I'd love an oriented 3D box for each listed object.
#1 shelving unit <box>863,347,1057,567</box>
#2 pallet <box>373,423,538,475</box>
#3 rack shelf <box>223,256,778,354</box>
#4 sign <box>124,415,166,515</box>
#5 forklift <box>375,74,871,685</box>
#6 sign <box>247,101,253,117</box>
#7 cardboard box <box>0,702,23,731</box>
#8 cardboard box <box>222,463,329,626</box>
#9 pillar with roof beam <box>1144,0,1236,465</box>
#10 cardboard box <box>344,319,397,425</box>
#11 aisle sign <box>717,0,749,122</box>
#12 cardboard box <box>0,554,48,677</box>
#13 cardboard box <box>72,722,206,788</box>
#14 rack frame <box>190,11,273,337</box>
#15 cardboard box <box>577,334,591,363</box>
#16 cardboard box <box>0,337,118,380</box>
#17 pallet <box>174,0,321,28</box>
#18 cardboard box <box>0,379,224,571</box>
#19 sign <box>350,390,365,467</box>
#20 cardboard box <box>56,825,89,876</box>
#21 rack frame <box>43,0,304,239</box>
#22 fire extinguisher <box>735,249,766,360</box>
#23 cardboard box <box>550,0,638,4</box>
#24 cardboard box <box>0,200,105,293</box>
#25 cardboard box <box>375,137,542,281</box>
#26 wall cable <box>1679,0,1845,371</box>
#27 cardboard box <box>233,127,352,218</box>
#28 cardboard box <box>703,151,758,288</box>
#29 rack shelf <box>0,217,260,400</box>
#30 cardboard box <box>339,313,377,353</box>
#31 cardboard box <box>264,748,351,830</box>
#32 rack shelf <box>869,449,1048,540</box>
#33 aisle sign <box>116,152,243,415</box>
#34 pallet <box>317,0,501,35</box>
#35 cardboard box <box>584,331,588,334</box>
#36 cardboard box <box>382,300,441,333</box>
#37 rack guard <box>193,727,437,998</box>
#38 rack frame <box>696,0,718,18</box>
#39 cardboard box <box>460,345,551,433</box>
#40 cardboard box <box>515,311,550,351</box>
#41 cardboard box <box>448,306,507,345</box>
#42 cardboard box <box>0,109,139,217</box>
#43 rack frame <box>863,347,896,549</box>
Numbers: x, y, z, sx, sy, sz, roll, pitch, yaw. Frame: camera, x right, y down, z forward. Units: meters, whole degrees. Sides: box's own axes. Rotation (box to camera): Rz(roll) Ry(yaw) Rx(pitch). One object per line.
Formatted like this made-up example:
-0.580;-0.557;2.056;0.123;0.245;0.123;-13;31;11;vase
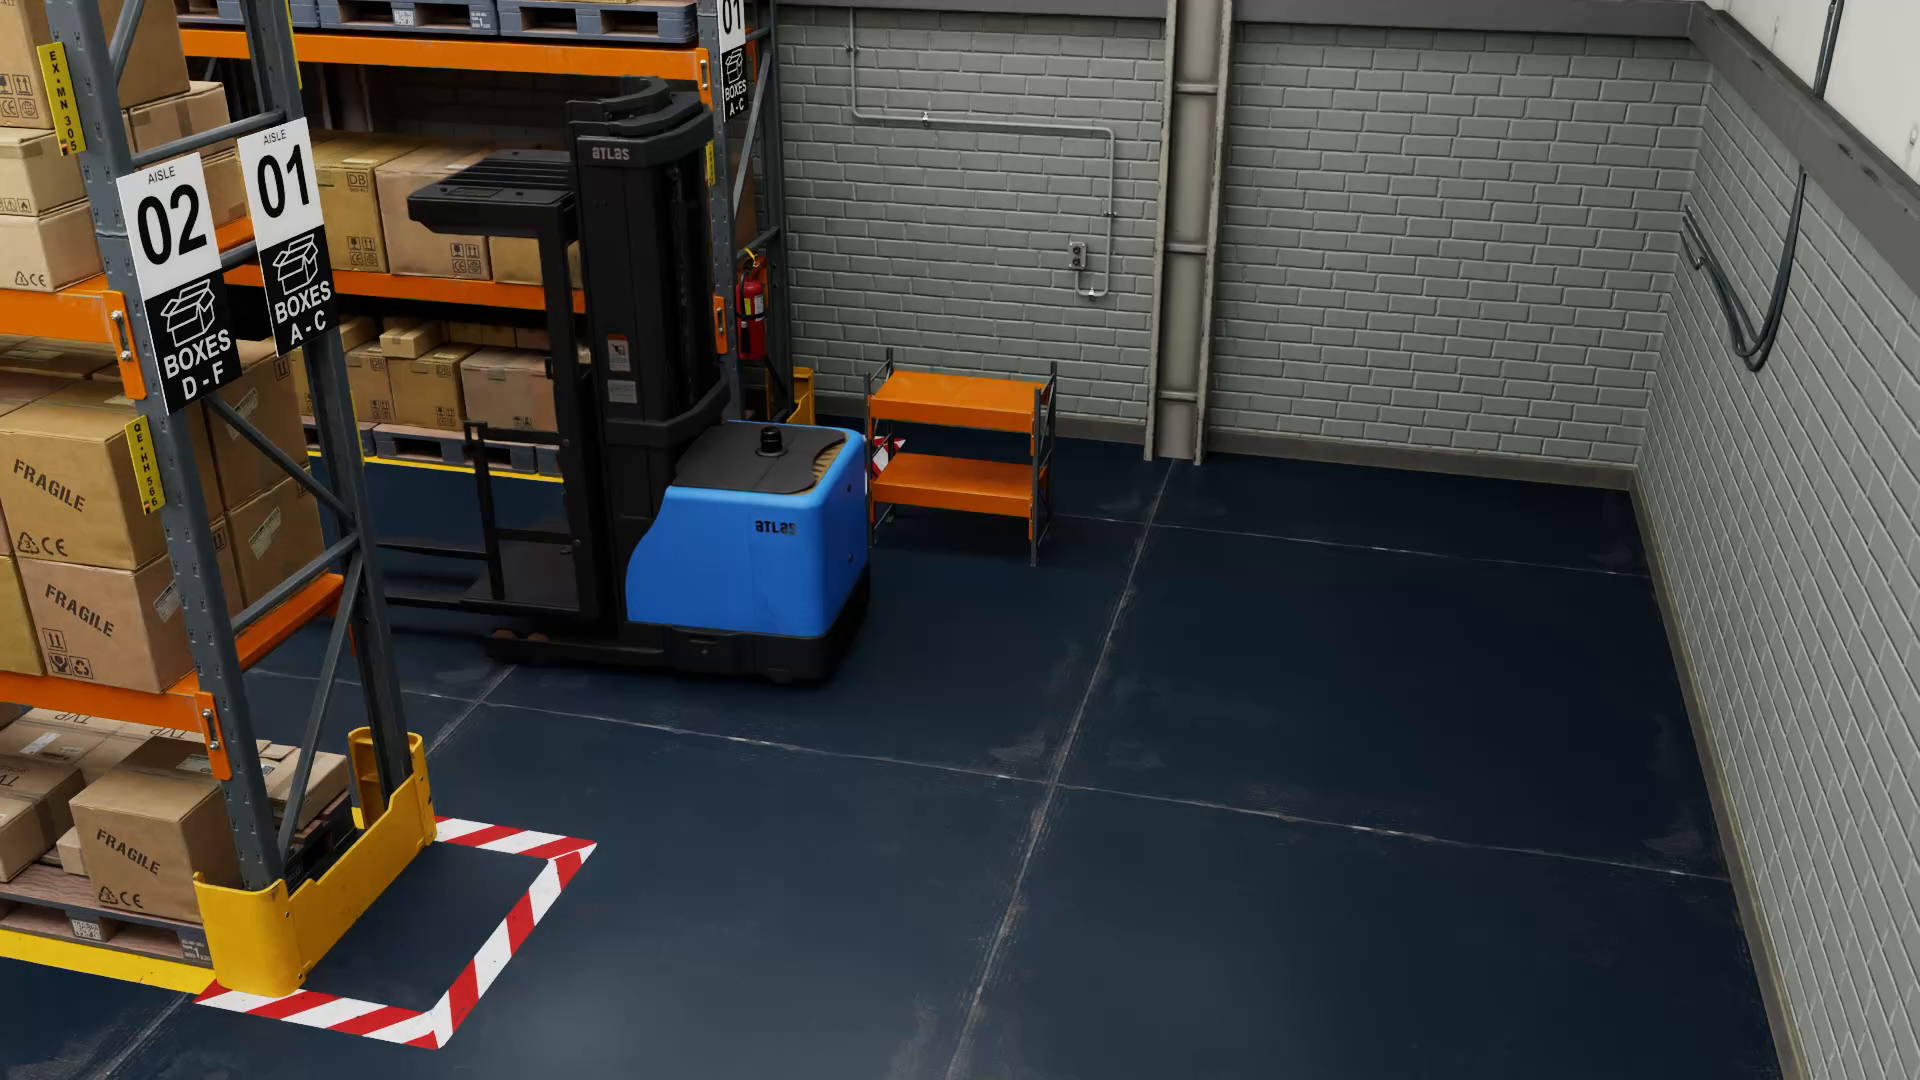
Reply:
0.007;-0.507;10.007;1.048;1.125;0.538;6;26;13;shelving unit
-3.312;-0.801;11.688;1.213;0.211;1.003;6;26;13;pallet
-3.278;-1.765;11.305;4.000;0.370;1.077;6;26;13;rack shelf
-2.728;-0.250;5.570;0.005;0.325;0.100;6;26;13;sign
-2.074;-0.875;8.679;3.031;2.935;1.130;5;26;10;forklift
-5.078;-2.962;11.883;0.005;0.325;0.100;6;26;13;sign
-4.624;0.886;7.292;0.637;0.503;0.797;6;26;13;cardboard box
-2.935;-0.016;6.677;0.500;0.500;0.500;7;26;14;cardboard box
0.418;-2.863;5.796;0.400;9.000;9.100;6;26;13;pillar with roof beam
-4.030;-1.187;11.673;0.500;0.500;0.700;6;26;12;cardboard box
-1.346;-2.917;9.863;0.004;0.787;0.394;6;26;13;aisle sign
-3.576;0.153;6.323;0.500;0.500;0.500;7;26;13;cardboard box
-3.511;1.000;7.347;0.500;0.250;0.500;6;26;13;cardboard box
-5.215;-2.304;11.600;0.127;3.000;1.000;6;26;13;rack frame
-2.461;-1.228;11.004;0.250;0.149;0.380;7;26;14;cardboard box
-3.443;-0.520;6.573;0.500;0.500;0.500;7;26;14;cardboard box
-4.425;-3.526;10.781;1.213;0.211;1.003;6;26;13;pallet
-3.070;-0.243;5.991;0.500;0.500;0.500;6;26;13;cardboard box
-2.436;-0.430;6.656;0.005;0.325;0.100;6;26;13;sign
-3.529;1.231;6.959;0.250;0.166;0.380;6;26;13;cardboard box
-2.571;-2.522;5.078;0.127;3.000;1.000;6;26;13;rack frame
-1.309;-1.464;10.360;0.183;0.674;0.296;6;26;13;fire extinguisher
-2.116;-3.365;9.909;0.500;0.250;0.500;7;26;15;cardboard box
-3.134;-1.045;5.640;0.500;0.250;0.500;6;26;13;cardboard box
-3.281;-2.220;11.075;0.700;0.700;0.980;5;26;10;cardboard box
4.048;-2.428;8.494;0.112;2.526;3.097;6;26;13;wall cable
-4.693;-2.375;11.399;0.700;0.700;0.980;7;26;14;cardboard box
-1.837;-2.062;10.742;0.700;0.700;0.980;8;26;15;cardboard box
-4.508;-1.057;6.328;4.000;0.370;1.077;6;26;13;rack shelf
-4.230;-1.423;11.413;0.250;0.149;0.380;7;26;15;cardboard box
-2.891;1.088;7.281;0.250;0.149;0.380;6;26;13;cardboard box
0.007;-0.286;10.112;1.000;0.278;0.538;6;26;13;rack shelf
-2.581;-0.852;5.526;0.004;0.787;0.394;6;26;13;aisle sign
-3.247;-3.395;10.505;1.213;0.211;1.003;6;26;13;pallet
-2.363;-1.387;11.338;0.250;0.149;0.380;6;26;13;cardboard box
-3.841;-1.550;11.681;0.250;0.149;0.380;5;26;11;cardboard box
-2.644;1.307;6.922;0.348;0.500;1.175;6;26;13;rack guard
-1.341;-4.585;9.411;0.127;3.000;1.000;6;26;13;rack frame
-3.015;-1.077;11.443;0.500;0.500;0.700;5;26;11;cardboard box
-2.852;-1.441;11.451;0.250;0.149;0.380;7;26;14;cardboard box
-3.346;-1.495;11.566;0.250;0.149;0.380;6;26;12;cardboard box
-3.132;-1.274;5.541;0.500;0.250;0.500;6;26;13;cardboard box
-0.486;-0.562;10.121;0.032;1.125;0.500;6;26;13;rack frame
